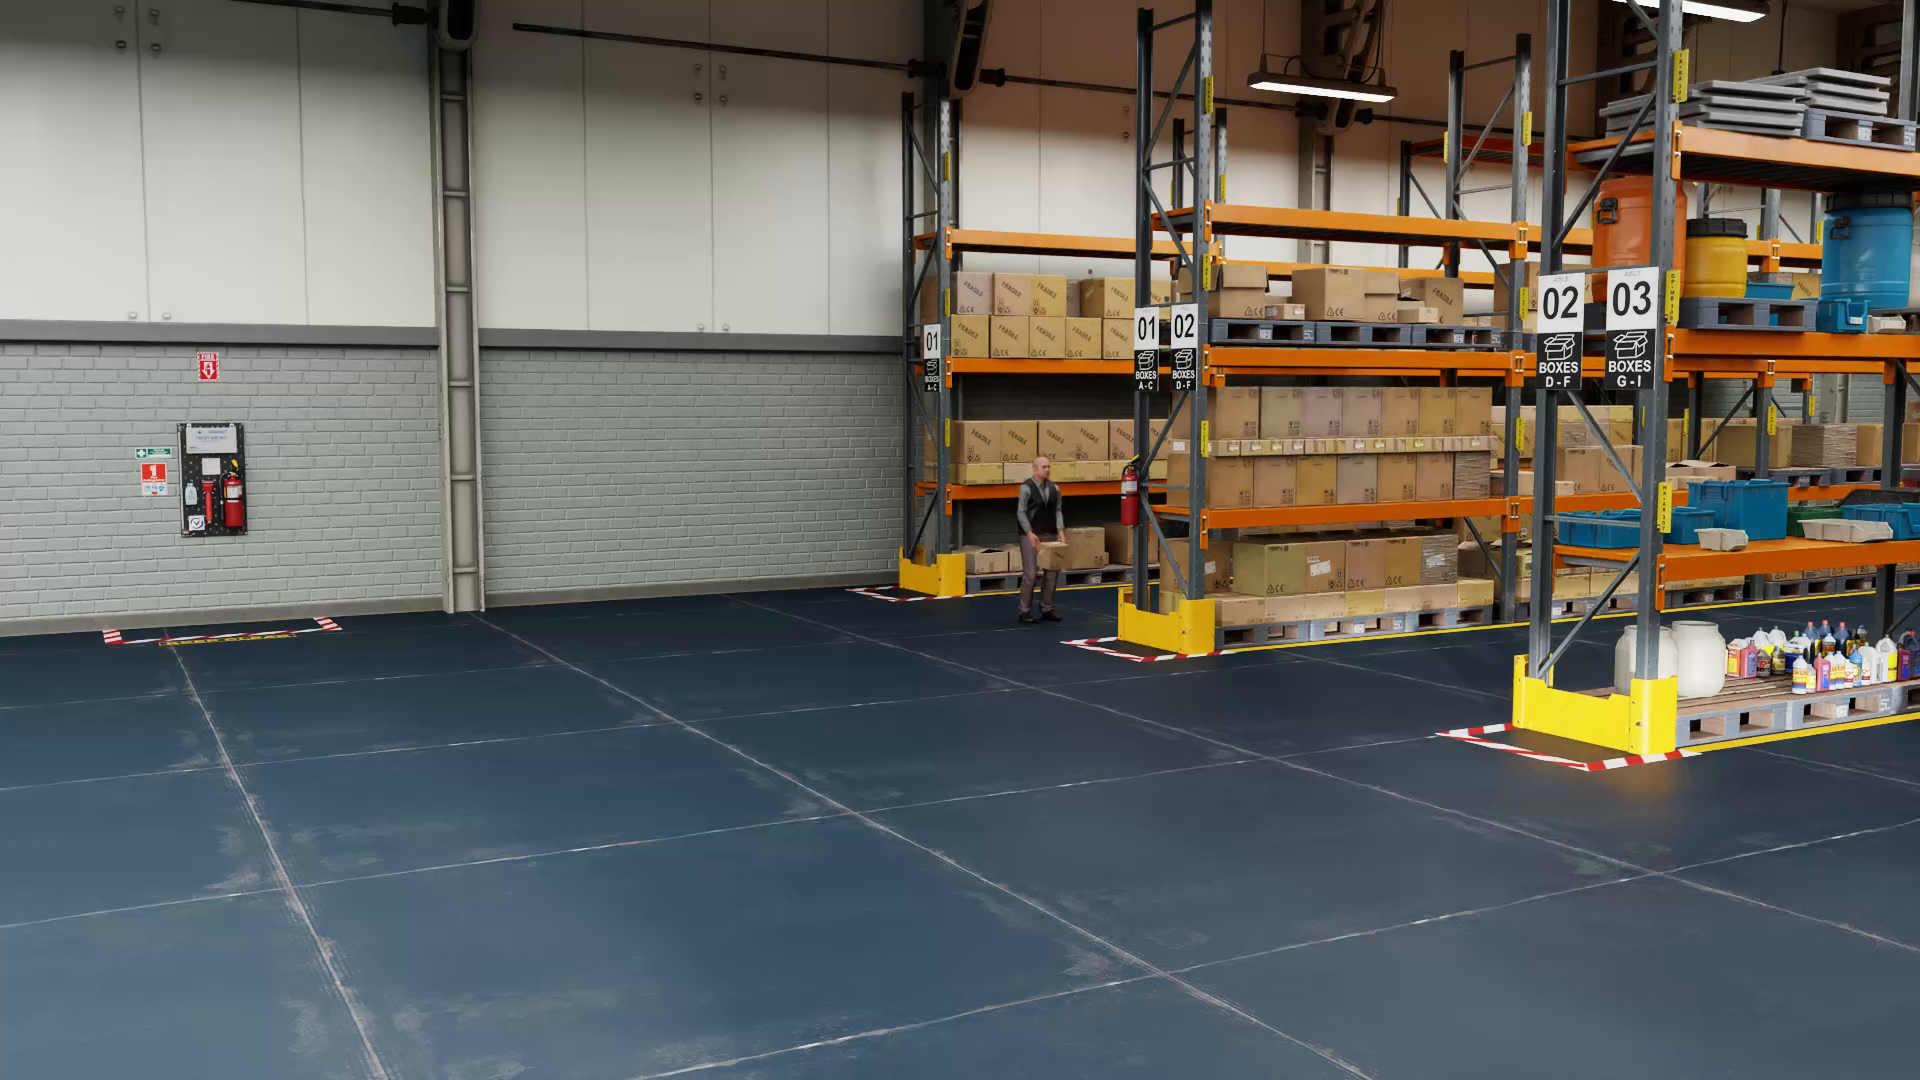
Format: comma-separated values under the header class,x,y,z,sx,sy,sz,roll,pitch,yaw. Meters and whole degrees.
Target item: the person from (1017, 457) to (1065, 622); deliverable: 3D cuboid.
class,x,y,z,sx,sy,sz,roll,pitch,yaw
person,0.844,-0.013,17.500,0.551,1.727,0.446,-3,6,-30
